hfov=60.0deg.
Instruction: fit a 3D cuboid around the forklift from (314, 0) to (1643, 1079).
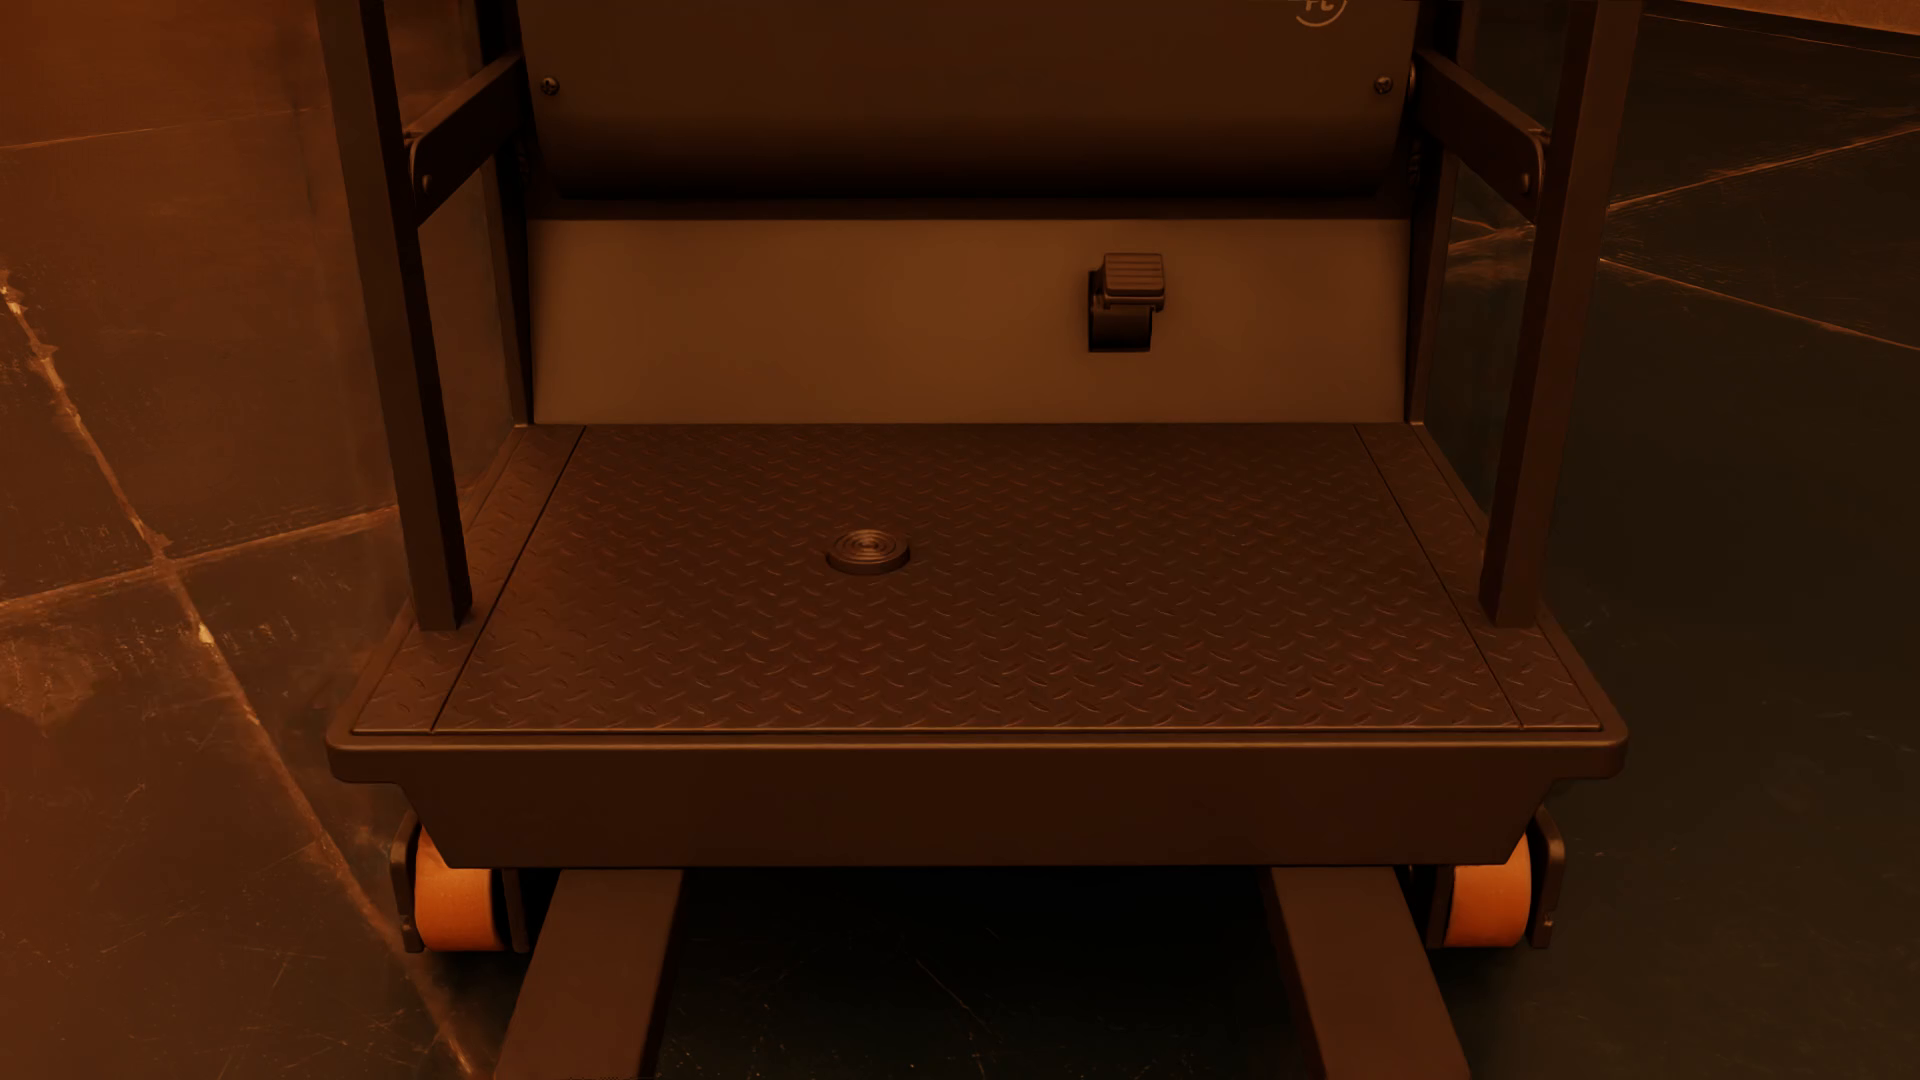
[{"bbox_3d":[0.013,-1.035,1.295,1.130,2.935,3.031,0,27,0],"label":"forklift"}]
